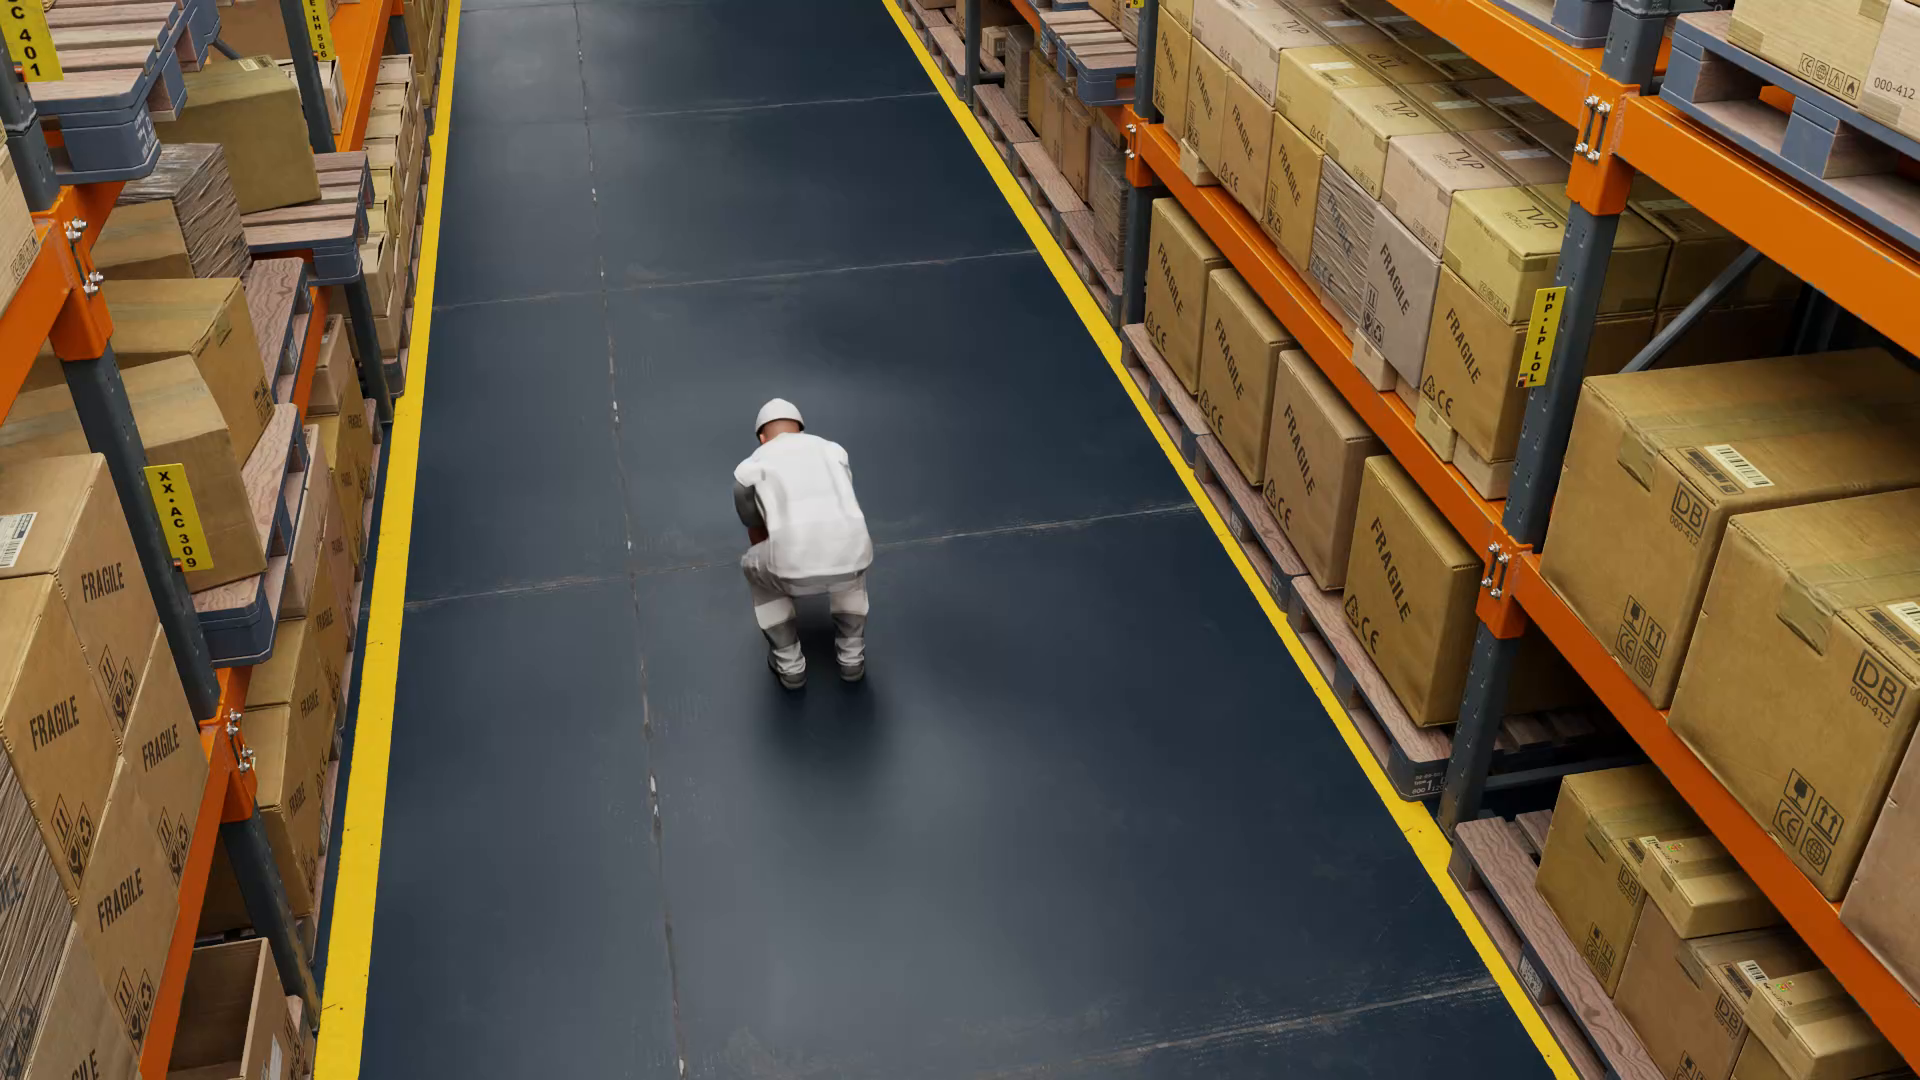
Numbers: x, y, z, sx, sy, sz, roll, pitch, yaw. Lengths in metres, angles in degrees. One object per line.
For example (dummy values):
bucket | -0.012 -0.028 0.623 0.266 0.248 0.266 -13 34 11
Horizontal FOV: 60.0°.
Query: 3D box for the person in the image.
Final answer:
person | -0.634 0.036 6.787 0.536 0.985 0.946 -8 35 -12
